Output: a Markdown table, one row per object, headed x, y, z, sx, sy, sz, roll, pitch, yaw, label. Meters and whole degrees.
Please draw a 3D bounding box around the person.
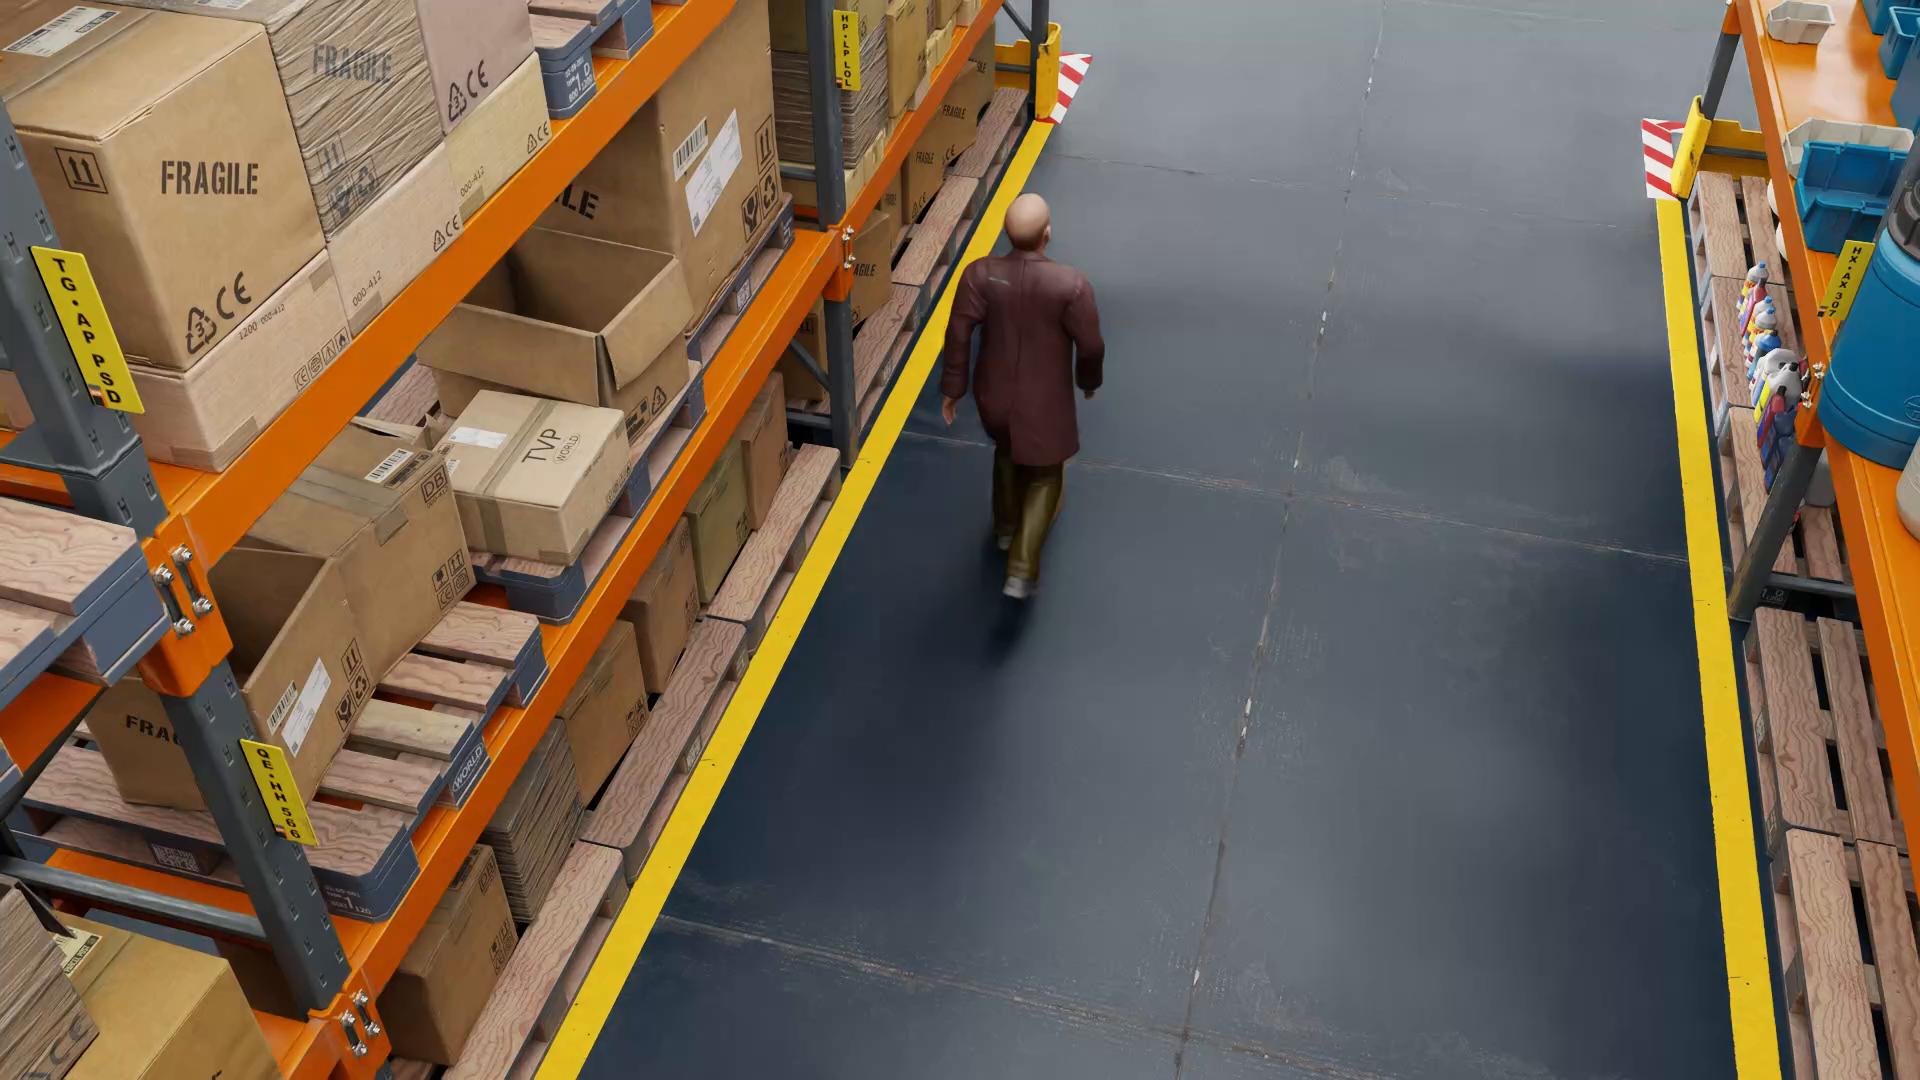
| x | y | z | sx | sy | sz | roll | pitch | yaw | label |
| --- | --- | --- | --- | --- | --- | --- | --- | --- | --- |
| 0.228 | -0.507 | 6.842 | 0.657 | 1.631 | 0.857 | 15 | 43 | 17 | person |
